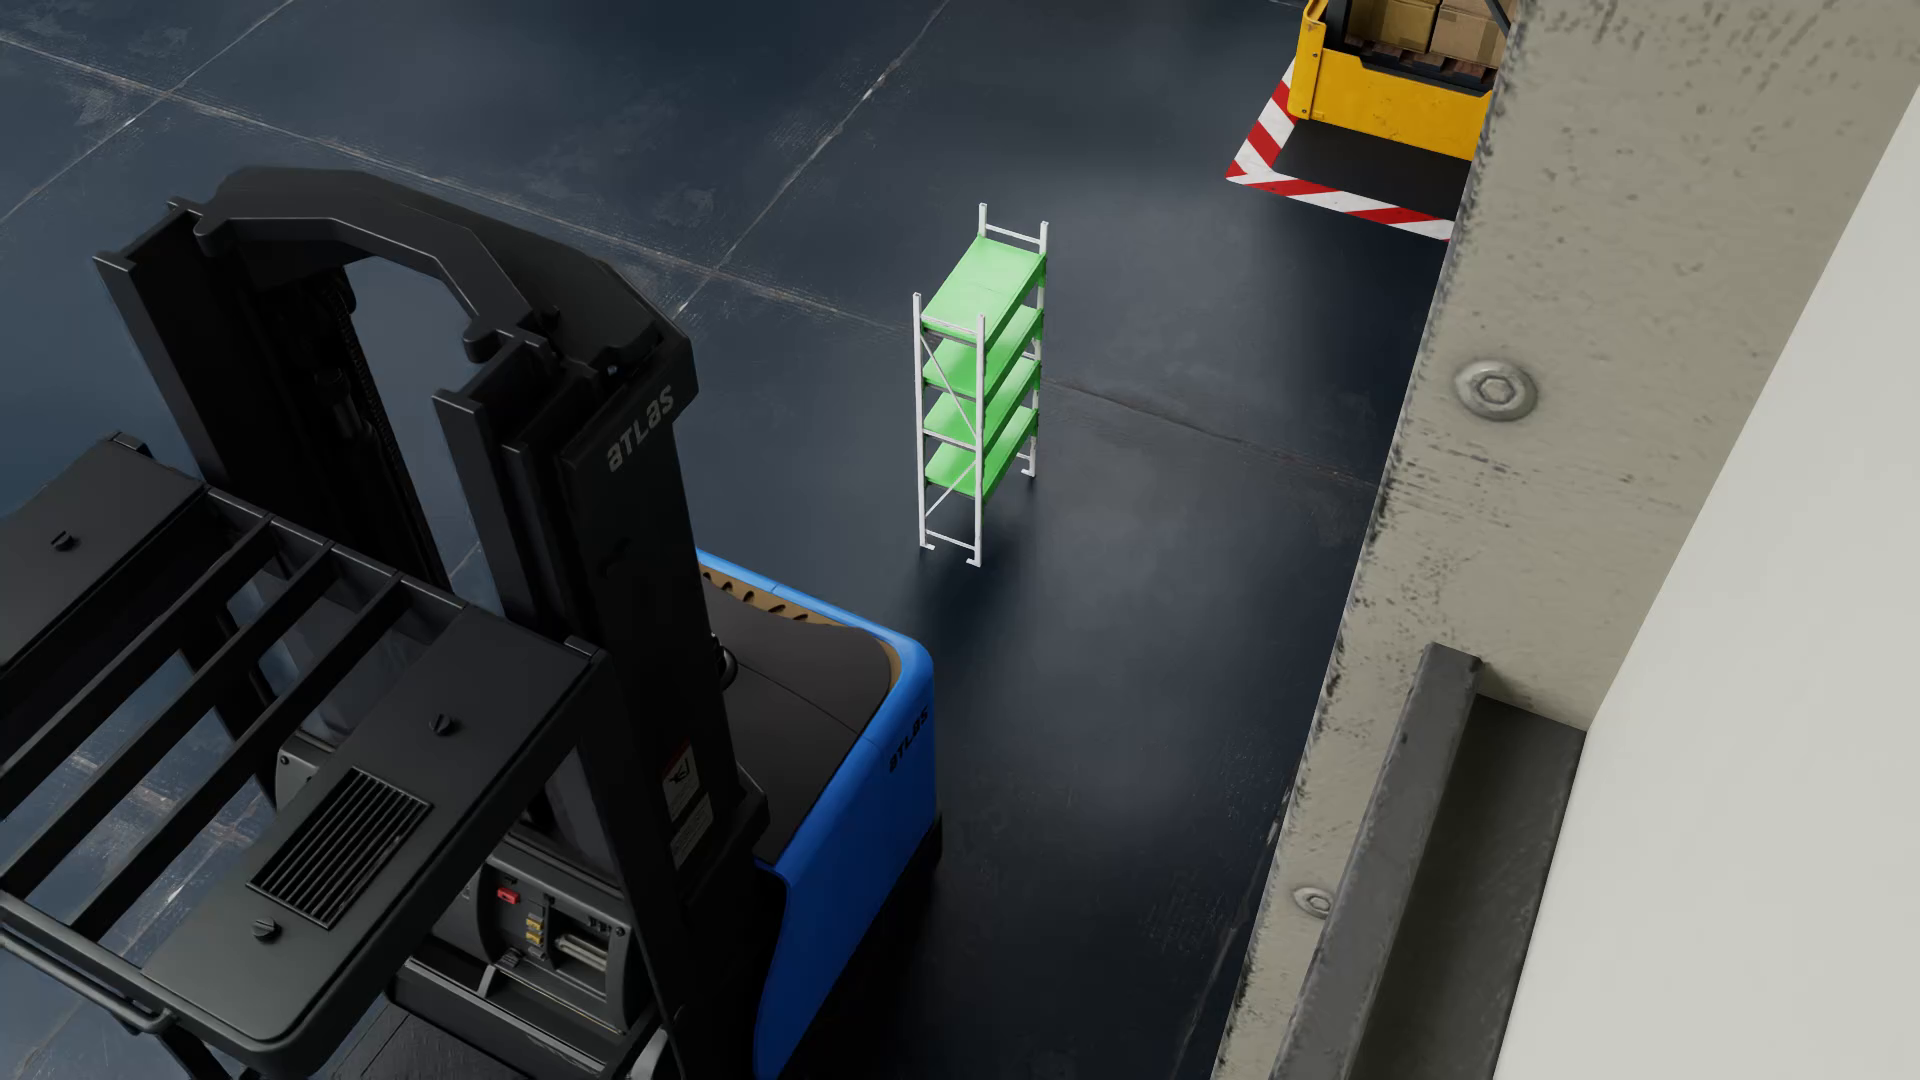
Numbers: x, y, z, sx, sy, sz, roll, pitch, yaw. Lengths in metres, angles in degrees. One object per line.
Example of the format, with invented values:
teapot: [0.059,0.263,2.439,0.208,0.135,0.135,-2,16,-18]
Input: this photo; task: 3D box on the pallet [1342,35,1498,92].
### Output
pallet: [2.412,-2.551,8.111,1.003,0.211,1.213,20,52,16]

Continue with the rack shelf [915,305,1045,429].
rack shelf: [0.071,-0.617,5.585,0.258,0.148,0.480,20,52,16]

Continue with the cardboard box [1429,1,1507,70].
cardboard box: [2.510,-2.434,7.710,0.500,0.250,0.500,20,52,16]

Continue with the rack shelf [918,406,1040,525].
rack shelf: [0.071,-0.306,5.951,0.258,0.148,0.480,20,52,16]

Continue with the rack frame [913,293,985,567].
rack frame: [-0.034,-0.335,5.576,0.240,1.200,0.015,20,52,16]

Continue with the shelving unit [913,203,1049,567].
shelving unit: [0.071,-0.503,5.719,0.258,1.200,0.503,20,52,16]

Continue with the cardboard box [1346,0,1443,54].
cardboard box: [2.039,-2.585,7.839,0.500,0.250,0.500,20,53,16]

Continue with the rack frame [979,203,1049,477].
rack frame: [0.175,-0.671,5.862,0.240,1.200,0.015,20,52,16]

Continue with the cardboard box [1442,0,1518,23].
cardboard box: [2.512,-2.577,7.504,0.500,0.250,0.500,21,53,17]

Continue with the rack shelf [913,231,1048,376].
rack shelf: [0.071,-0.772,5.402,0.258,0.148,0.480,20,52,16]

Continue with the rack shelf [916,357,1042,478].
rack shelf: [0.071,-0.461,5.768,0.258,0.148,0.480,20,52,16]

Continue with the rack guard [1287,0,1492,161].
rack guard: [2.113,-2.087,7.527,1.175,0.500,0.348,20,52,16]

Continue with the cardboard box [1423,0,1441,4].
cardboard box: [2.049,-2.758,7.658,0.500,0.250,0.500,19,52,16]

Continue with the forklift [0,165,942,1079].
forklift: [-1.181,0.861,3.422,1.130,2.935,3.031,22,53,17]

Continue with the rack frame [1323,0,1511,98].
rack frame: [2.123,-2.914,6.589,1.000,3.000,0.127,20,52,16]
